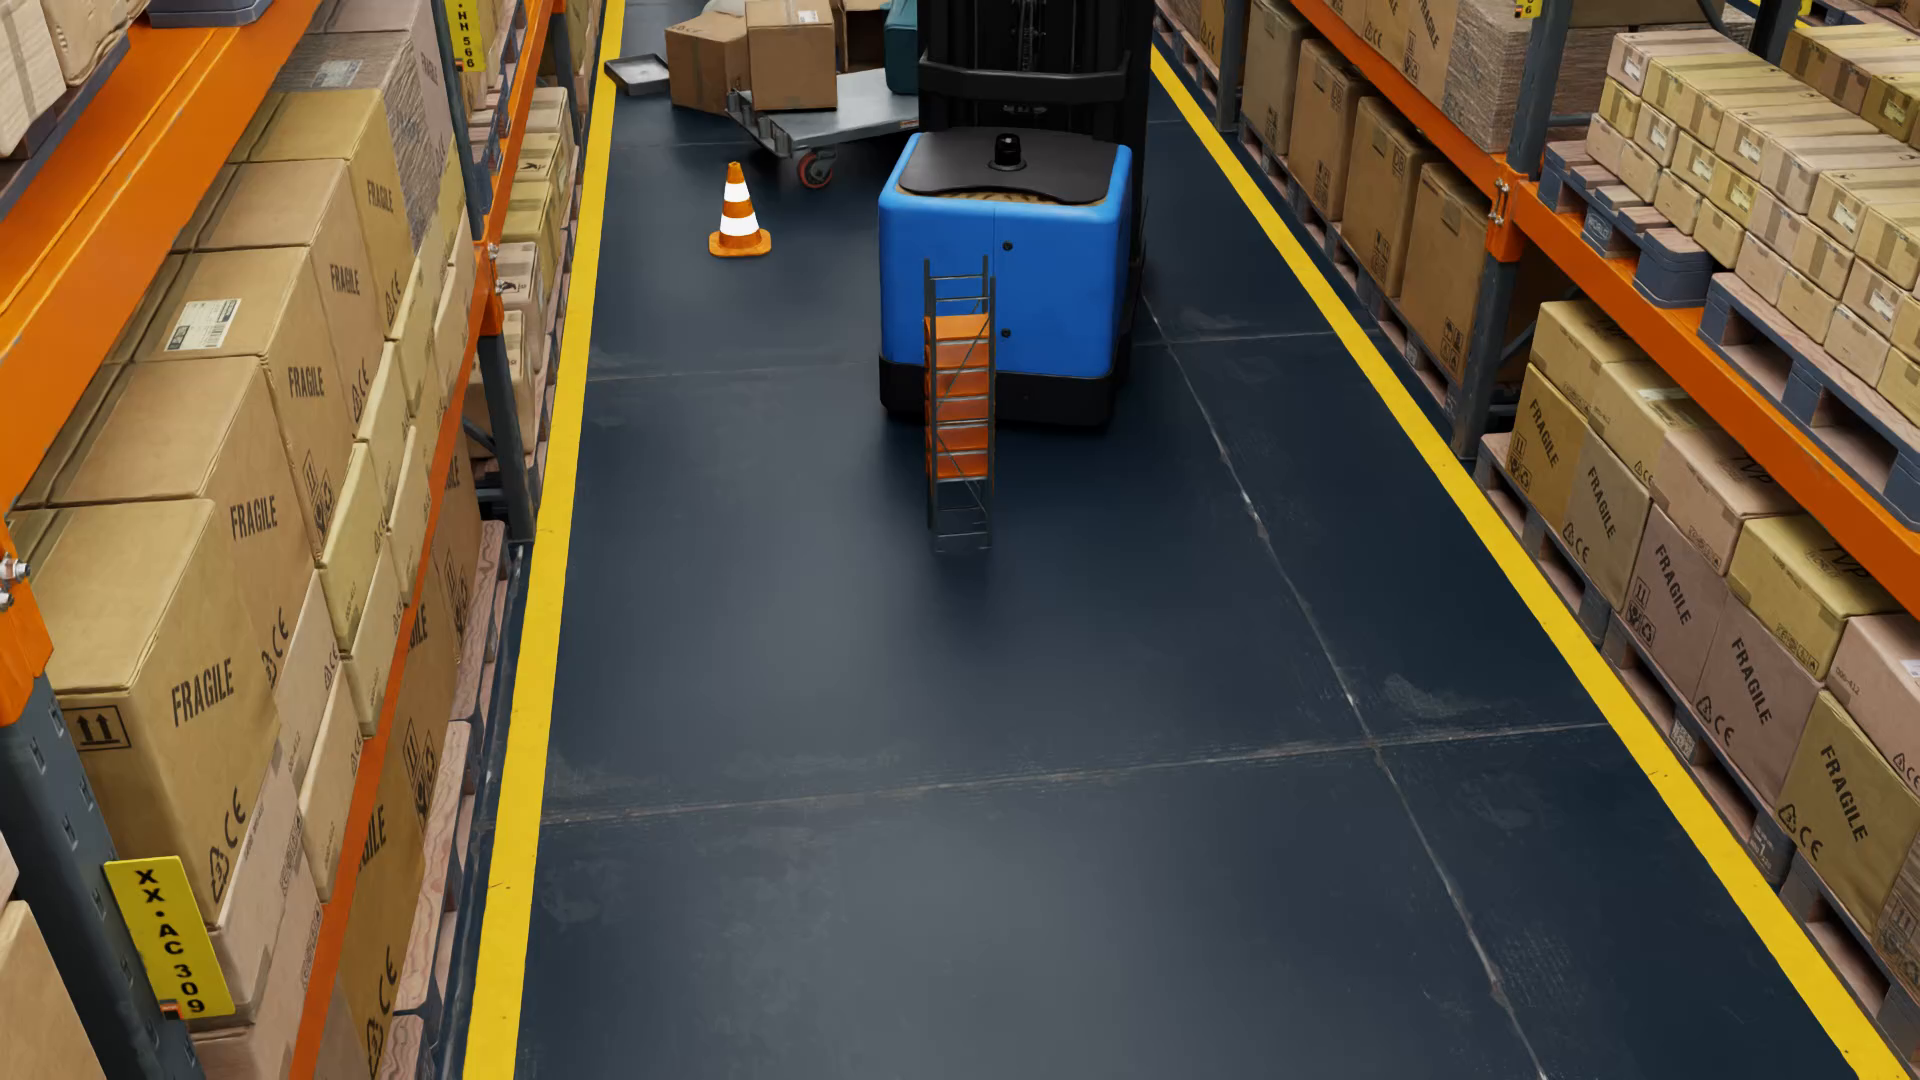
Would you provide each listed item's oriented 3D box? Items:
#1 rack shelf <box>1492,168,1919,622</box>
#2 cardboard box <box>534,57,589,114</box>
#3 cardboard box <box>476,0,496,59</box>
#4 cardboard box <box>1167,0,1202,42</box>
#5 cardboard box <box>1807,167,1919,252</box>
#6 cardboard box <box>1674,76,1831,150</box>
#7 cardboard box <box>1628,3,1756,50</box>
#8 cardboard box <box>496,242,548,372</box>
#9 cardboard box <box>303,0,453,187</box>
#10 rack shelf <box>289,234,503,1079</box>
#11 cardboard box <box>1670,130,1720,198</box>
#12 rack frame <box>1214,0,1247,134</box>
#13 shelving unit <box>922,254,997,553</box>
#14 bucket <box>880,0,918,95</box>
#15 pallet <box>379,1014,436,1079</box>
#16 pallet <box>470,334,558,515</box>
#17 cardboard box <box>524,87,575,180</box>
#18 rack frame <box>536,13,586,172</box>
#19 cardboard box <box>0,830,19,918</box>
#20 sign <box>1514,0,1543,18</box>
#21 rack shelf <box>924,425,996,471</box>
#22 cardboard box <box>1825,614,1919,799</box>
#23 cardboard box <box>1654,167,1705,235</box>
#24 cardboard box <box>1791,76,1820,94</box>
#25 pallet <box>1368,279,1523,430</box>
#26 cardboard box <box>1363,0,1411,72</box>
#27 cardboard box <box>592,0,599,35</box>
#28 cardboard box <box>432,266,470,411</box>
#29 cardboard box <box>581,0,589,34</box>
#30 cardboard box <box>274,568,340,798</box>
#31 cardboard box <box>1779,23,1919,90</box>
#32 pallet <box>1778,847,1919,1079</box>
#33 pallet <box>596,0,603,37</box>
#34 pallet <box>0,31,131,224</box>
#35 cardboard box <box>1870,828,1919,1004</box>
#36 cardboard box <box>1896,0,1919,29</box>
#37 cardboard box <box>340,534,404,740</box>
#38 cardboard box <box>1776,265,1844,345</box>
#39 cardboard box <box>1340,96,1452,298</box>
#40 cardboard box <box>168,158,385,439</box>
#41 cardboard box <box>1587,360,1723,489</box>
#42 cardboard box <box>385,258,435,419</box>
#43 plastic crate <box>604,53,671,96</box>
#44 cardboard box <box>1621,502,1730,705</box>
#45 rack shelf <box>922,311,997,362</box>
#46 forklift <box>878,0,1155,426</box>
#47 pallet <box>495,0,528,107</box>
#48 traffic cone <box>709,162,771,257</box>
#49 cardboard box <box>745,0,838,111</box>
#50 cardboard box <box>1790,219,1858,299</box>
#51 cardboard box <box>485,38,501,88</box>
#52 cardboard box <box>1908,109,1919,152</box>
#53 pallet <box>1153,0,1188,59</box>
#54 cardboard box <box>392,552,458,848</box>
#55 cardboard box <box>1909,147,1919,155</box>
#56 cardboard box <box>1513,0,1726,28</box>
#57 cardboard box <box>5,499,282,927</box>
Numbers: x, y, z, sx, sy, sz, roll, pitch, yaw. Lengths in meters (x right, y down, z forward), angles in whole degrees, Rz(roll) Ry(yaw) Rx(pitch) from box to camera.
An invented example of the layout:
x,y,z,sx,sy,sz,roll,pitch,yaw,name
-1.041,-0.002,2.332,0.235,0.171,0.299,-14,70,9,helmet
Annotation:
x,y,z,sx,sy,sz,roll,pitch,yaw,name
2.936,-0.238,5.075,1.077,0.370,4.000,-4,35,-6,rack shelf
-2.574,-2.839,10.322,0.500,0.250,0.500,-6,35,-9,cardboard box
-2.132,-2.117,6.467,0.500,0.500,0.500,-3,34,-4,cardboard box
1.989,-4.038,11.526,0.875,0.875,0.875,-4,34,-6,cardboard box
2.716,-0.961,4.819,0.380,0.149,0.250,-3,34,-5,cardboard box
2.605,-1.408,5.474,0.380,0.149,0.250,-5,35,-7,cardboard box
2.874,-1.964,6.879,0.500,0.500,0.500,-4,34,-6,cardboard box
-2.397,-1.035,7.566,0.950,0.372,0.625,-5,35,-7,cardboard box
-1.895,-1.406,5.173,0.500,0.500,0.500,-5,35,-8,cardboard box
-1.955,0.193,4.442,1.077,0.370,4.000,-4,35,-6,rack shelf
2.611,-1.259,5.520,0.380,0.149,0.250,-5,35,-8,cardboard box
2.129,-3.884,9.785,1.000,3.000,0.127,-4,35,-6,rack frame
-0.002,-0.504,6.424,0.258,1.200,0.189,-4,35,-6,shelving unit
-0.174,-3.060,10.134,0.726,0.611,0.620,7,45,10,bucket
-1.865,1.739,4.010,1.003,0.211,1.213,-4,35,-6,pallet
-2.328,-0.504,7.302,1.003,0.211,1.213,-4,35,-6,pallet
-2.689,-2.248,9.345,0.950,0.372,0.625,-4,34,-6,cardboard box
-2.762,-3.452,9.152,1.000,3.000,0.127,-4,35,-6,rack frame
-1.329,0.437,1.892,0.380,0.149,0.250,-5,35,-7,cardboard box
2.118,-2.086,6.119,0.100,0.325,0.005,-4,35,-6,sign
-0.002,-0.368,6.517,0.258,0.103,0.180,-4,35,-6,rack shelf
2.799,0.446,4.613,0.500,0.250,0.500,-3,34,-4,cardboard box
2.600,-1.156,5.633,0.380,0.149,0.250,-3,34,-4,cardboard box
3.185,-1.603,6.025,0.380,0.149,0.250,-4,34,-5,cardboard box
2.636,-0.945,7.949,1.003,0.211,1.213,-4,35,-6,pallet
2.208,-2.481,7.639,0.500,0.500,0.500,-5,35,-7,cardboard box
-2.787,-3.710,11.599,0.500,0.250,0.500,-6,35,-8,cardboard box
-1.815,-0.612,5.117,0.500,0.250,0.500,-4,34,-6,cardboard box
-2.658,-3.447,10.547,0.500,0.500,0.500,-3,34,-4,cardboard box
-1.564,0.312,3.318,0.500,0.250,0.500,-4,34,-6,cardboard box
3.188,-1.728,5.944,0.380,0.149,0.250,-6,35,-8,cardboard box
3.099,1.299,4.657,1.003,0.211,1.213,-4,35,-6,pallet
-3.216,-4.034,12.482,1.003,0.211,1.213,-4,35,-6,pallet
-1.858,-0.656,2.556,0.805,0.209,1.217,-6,35,-8,pallet
2.856,1.046,4.398,0.500,0.500,0.500,-5,35,-7,cardboard box
6.959,-3.889,11.640,0.500,0.500,0.500,6,35,9,cardboard box
-1.608,0.233,3.878,0.500,0.250,0.500,-5,35,-7,cardboard box
2.708,-0.717,4.988,0.380,0.149,0.250,-4,34,-6,cardboard box
2.554,-1.730,8.249,1.050,0.750,0.750,-4,34,-6,cardboard box
-1.697,-0.560,3.931,0.500,0.500,0.500,-5,35,-7,cardboard box
2.588,-0.416,5.878,0.500,0.250,0.500,-5,35,-7,cardboard box
-1.746,-0.544,4.574,0.500,0.250,0.500,-5,35,-8,cardboard box
-2.161,-3.184,11.351,0.402,0.080,0.583,-16,38,-23,plastic crate
2.654,0.188,5.657,0.500,0.500,0.500,-5,35,-8,cardboard box
-0.002,-0.765,6.246,0.258,0.103,0.180,-4,35,-6,rack shelf
0.385,-2.534,7.866,1.130,2.935,3.031,5,35,8,forklift
-2.531,-2.243,7.547,1.003,0.211,1.213,-4,35,-6,pallet
-1.208,-1.818,9.007,0.336,0.463,0.334,-4,35,-6,traffic cone
-1.002,-2.884,9.865,0.500,0.500,0.500,-4,35,-6,cardboard box
2.708,-0.841,4.906,0.380,0.149,0.250,-5,35,-7,cardboard box
-2.096,-1.957,6.808,0.380,0.149,0.250,-4,34,-6,cardboard box
3.294,-1.293,5.306,0.380,0.149,0.250,-3,34,-5,cardboard box
1.937,-3.844,12.203,1.003,0.211,1.213,-4,35,-6,pallet
-2.098,0.374,5.051,0.875,0.875,0.875,-4,34,-6,cardboard box
3.294,-1.168,5.386,0.380,0.149,0.250,-4,35,-6,cardboard box
2.617,-2.357,6.569,0.700,0.500,0.500,-5,35,-7,cardboard box
-1.460,0.290,2.684,0.500,0.500,0.500,-4,34,-6,cardboard box
